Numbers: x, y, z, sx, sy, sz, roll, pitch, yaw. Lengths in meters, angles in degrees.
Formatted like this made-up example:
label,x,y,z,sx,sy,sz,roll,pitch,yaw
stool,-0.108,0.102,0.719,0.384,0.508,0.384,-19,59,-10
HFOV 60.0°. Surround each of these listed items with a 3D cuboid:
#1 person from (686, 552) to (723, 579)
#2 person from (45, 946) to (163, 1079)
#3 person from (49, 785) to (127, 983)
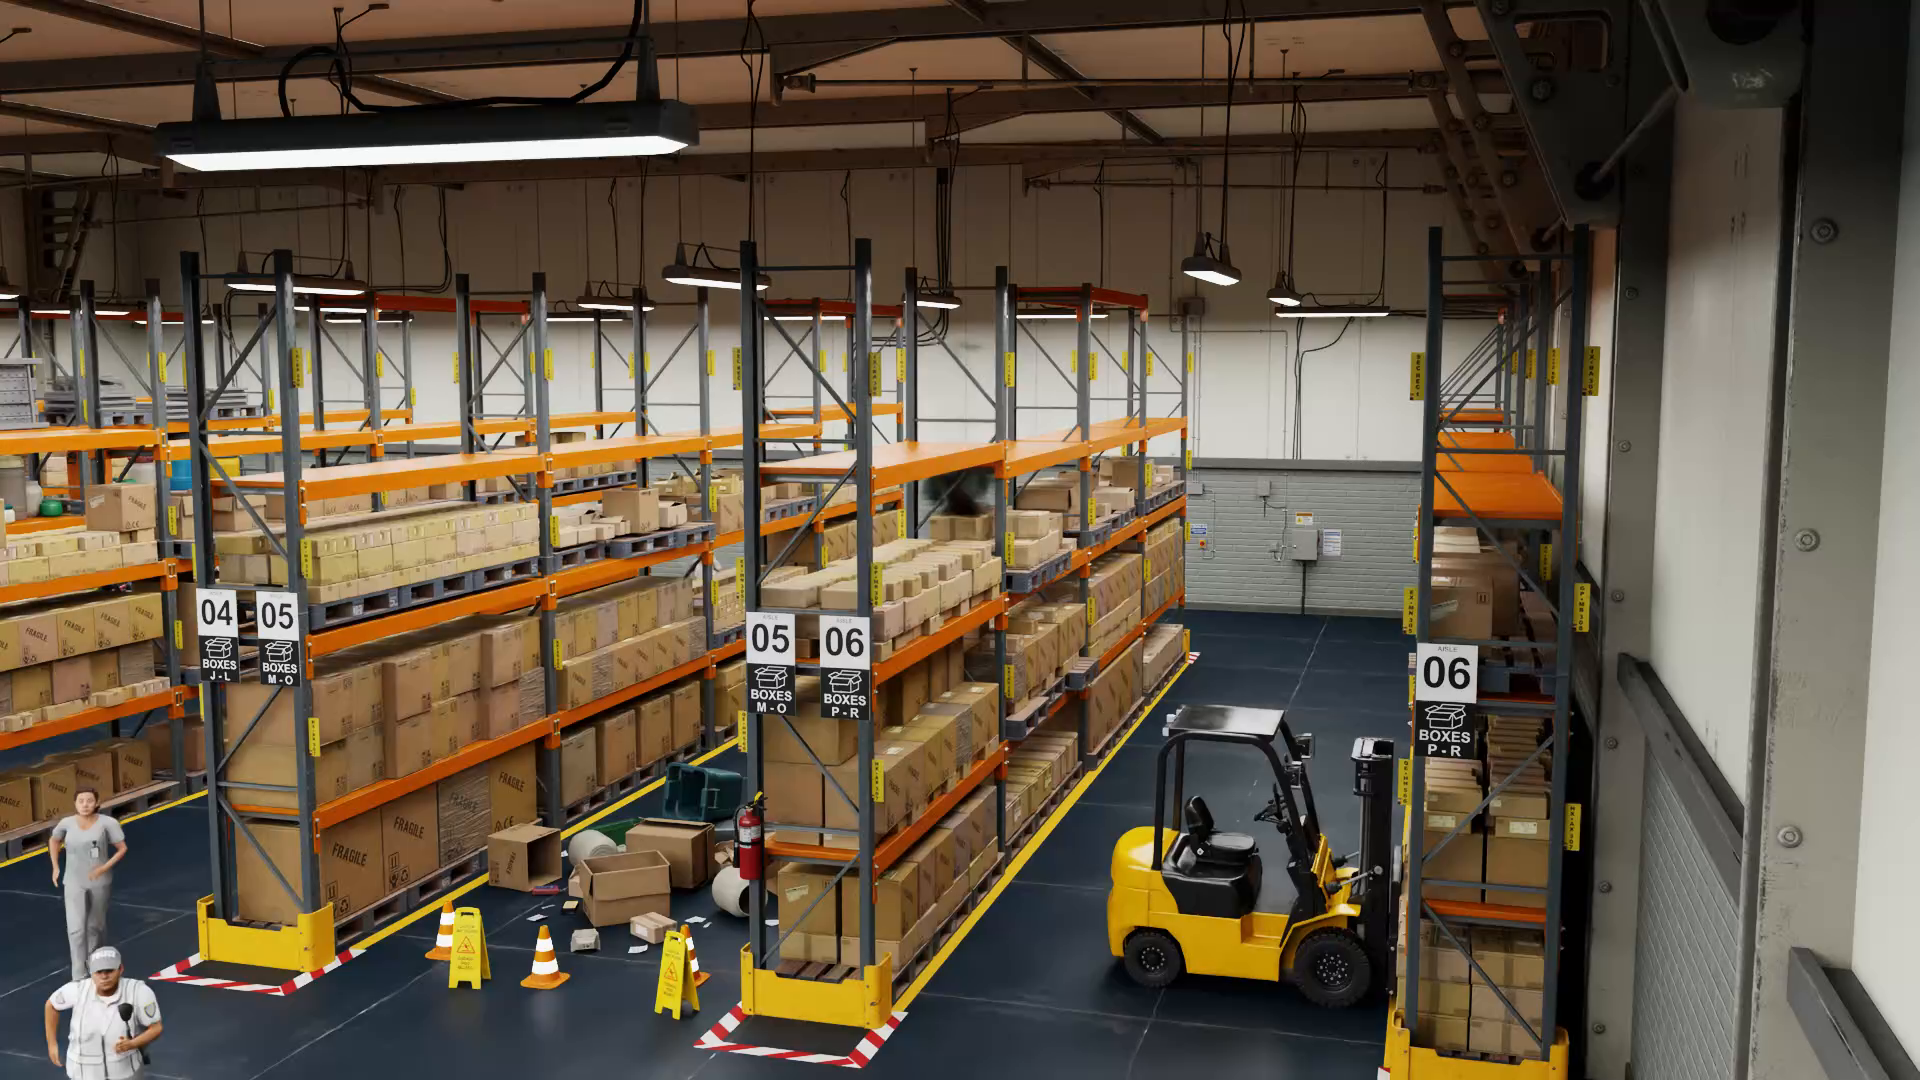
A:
label,x,y,z,sx,sy,sz,roll,pitch,yaw
person,-4.575,0.927,30.248,0.713,1.715,0.874,-2,7,-17
person,-5.145,3.231,10.033,0.630,1.662,0.796,-3,7,-27
person,-7.106,2.820,13.583,0.579,1.684,0.931,-3,7,-23
